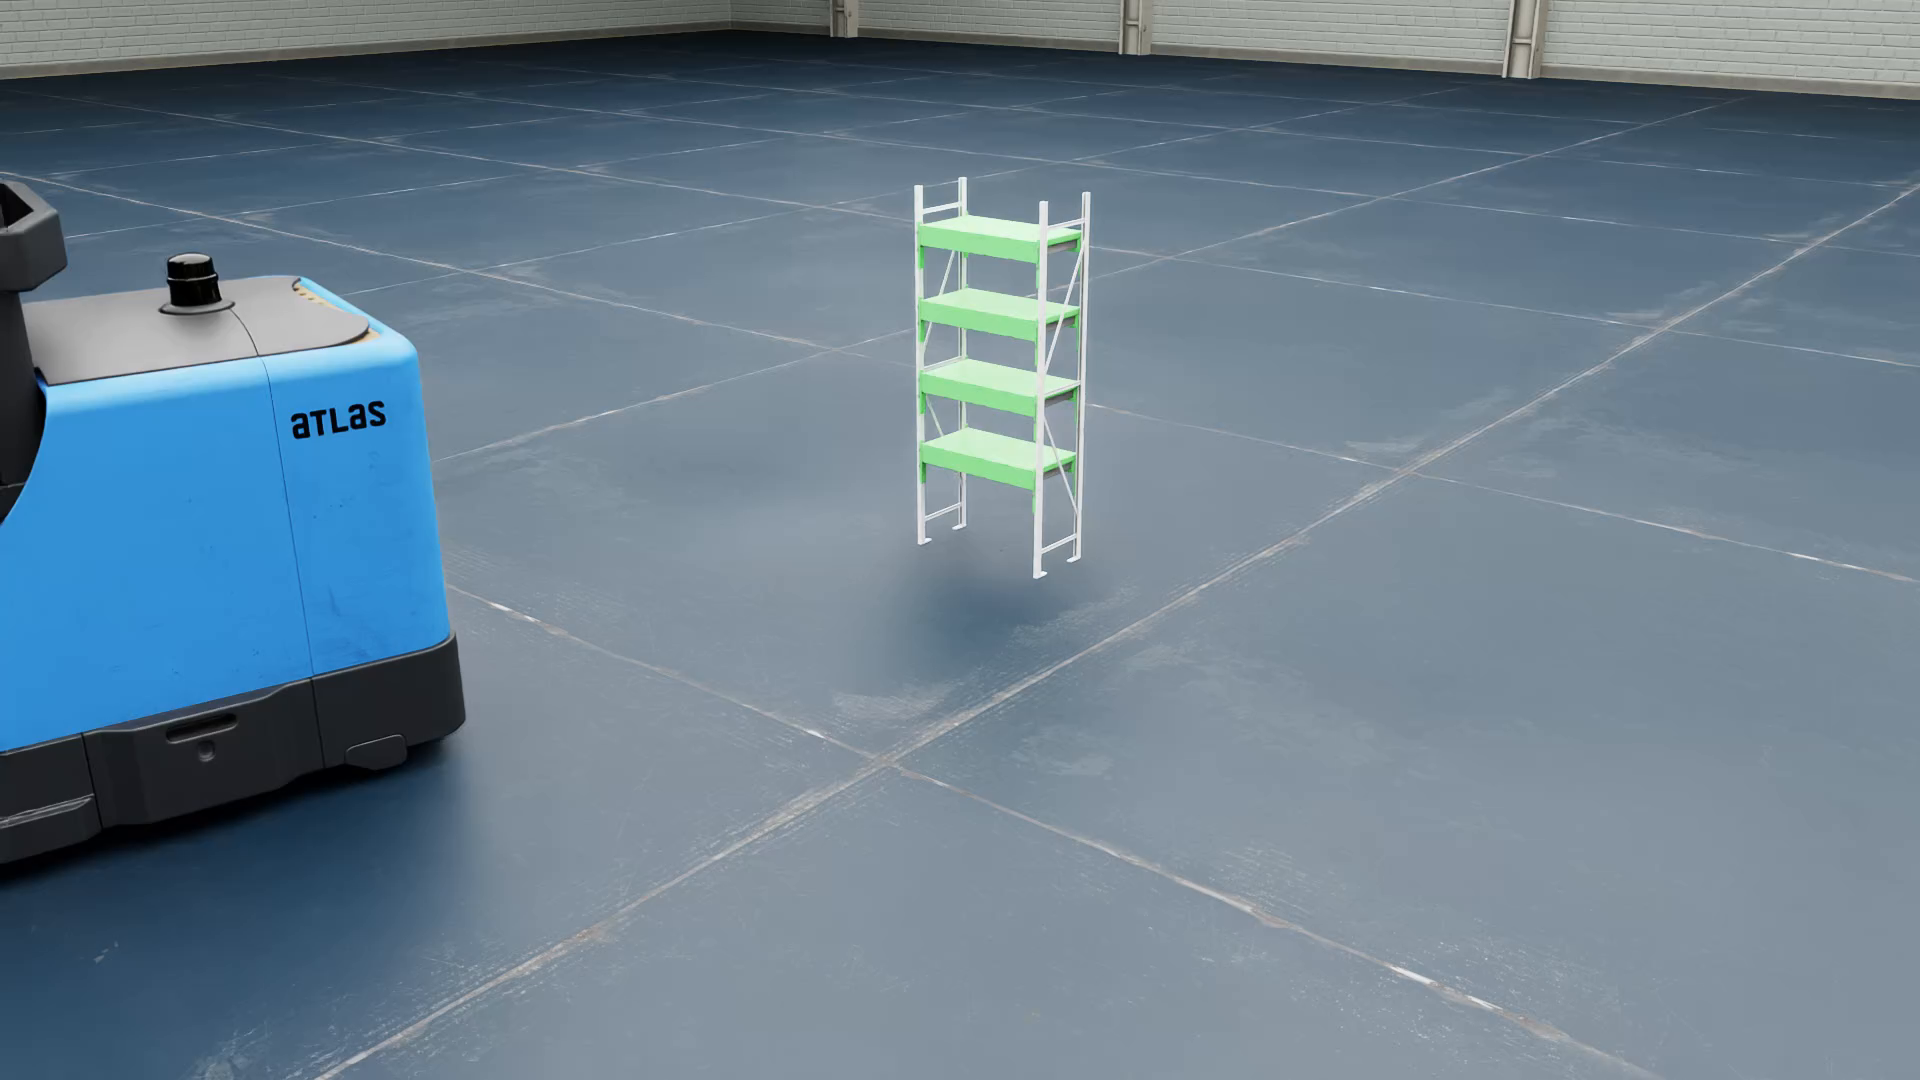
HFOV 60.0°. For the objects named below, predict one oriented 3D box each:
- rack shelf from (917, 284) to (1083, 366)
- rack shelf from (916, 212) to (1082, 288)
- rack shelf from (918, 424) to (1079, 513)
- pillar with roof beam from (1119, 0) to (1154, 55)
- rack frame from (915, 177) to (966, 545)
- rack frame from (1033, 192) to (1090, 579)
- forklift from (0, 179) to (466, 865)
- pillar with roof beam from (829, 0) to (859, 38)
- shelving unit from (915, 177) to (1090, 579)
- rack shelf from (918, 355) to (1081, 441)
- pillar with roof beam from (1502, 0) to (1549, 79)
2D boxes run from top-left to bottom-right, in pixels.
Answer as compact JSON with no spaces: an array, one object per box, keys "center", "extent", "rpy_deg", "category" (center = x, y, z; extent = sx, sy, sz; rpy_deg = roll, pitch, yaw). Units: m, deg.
[{"center":[0.128,-0.689,5.296],"extent":[0.480,0.148,0.258],"rpy_deg":[16,26,36],"category":"rack shelf"},{"center":[0.128,-0.914,5.212],"extent":[0.480,0.148,0.258],"rpy_deg":[16,26,36],"category":"rack shelf"},{"center":[0.128,-0.240,5.466],"extent":[0.480,0.148,0.258],"rpy_deg":[16,26,36],"category":"rack shelf"},{"center":[-0.070,-10.395,20.481],"extent":[0.400,9.000,9.100],"rpy_deg":[16,26,36],"category":"pillar with roof beam"},{"center":[-0.061,-0.579,5.503],"extent":[0.015,1.200,0.240],"rpy_deg":[16,26,36],"category":"rack frame"},{"center":[0.317,-0.470,5.214],"extent":[0.015,1.200,0.240],"rpy_deg":[16,26,36],"category":"rack frame"},{"center":[-2.758,-0.671,3.295],"extent":[3.031,2.935,1.130],"rpy_deg":[-14,25,-33],"category":"forklift"},{"center":[-4.719,-11.734,24.031],"extent":[0.400,9.000,9.100],"rpy_deg":[16,26,36],"category":"pillar with roof beam"},{"center":[0.128,-0.524,5.359],"extent":[0.503,1.200,0.258],"rpy_deg":[16,26,36],"category":"shelving unit"},{"center":[0.128,-0.465,5.381],"extent":[0.480,0.148,0.258],"rpy_deg":[16,26,36],"category":"rack shelf"},{"center":[4.578,-9.057,16.931],"extent":[0.400,9.000,9.100],"rpy_deg":[16,26,36],"category":"pillar with roof beam"}]
